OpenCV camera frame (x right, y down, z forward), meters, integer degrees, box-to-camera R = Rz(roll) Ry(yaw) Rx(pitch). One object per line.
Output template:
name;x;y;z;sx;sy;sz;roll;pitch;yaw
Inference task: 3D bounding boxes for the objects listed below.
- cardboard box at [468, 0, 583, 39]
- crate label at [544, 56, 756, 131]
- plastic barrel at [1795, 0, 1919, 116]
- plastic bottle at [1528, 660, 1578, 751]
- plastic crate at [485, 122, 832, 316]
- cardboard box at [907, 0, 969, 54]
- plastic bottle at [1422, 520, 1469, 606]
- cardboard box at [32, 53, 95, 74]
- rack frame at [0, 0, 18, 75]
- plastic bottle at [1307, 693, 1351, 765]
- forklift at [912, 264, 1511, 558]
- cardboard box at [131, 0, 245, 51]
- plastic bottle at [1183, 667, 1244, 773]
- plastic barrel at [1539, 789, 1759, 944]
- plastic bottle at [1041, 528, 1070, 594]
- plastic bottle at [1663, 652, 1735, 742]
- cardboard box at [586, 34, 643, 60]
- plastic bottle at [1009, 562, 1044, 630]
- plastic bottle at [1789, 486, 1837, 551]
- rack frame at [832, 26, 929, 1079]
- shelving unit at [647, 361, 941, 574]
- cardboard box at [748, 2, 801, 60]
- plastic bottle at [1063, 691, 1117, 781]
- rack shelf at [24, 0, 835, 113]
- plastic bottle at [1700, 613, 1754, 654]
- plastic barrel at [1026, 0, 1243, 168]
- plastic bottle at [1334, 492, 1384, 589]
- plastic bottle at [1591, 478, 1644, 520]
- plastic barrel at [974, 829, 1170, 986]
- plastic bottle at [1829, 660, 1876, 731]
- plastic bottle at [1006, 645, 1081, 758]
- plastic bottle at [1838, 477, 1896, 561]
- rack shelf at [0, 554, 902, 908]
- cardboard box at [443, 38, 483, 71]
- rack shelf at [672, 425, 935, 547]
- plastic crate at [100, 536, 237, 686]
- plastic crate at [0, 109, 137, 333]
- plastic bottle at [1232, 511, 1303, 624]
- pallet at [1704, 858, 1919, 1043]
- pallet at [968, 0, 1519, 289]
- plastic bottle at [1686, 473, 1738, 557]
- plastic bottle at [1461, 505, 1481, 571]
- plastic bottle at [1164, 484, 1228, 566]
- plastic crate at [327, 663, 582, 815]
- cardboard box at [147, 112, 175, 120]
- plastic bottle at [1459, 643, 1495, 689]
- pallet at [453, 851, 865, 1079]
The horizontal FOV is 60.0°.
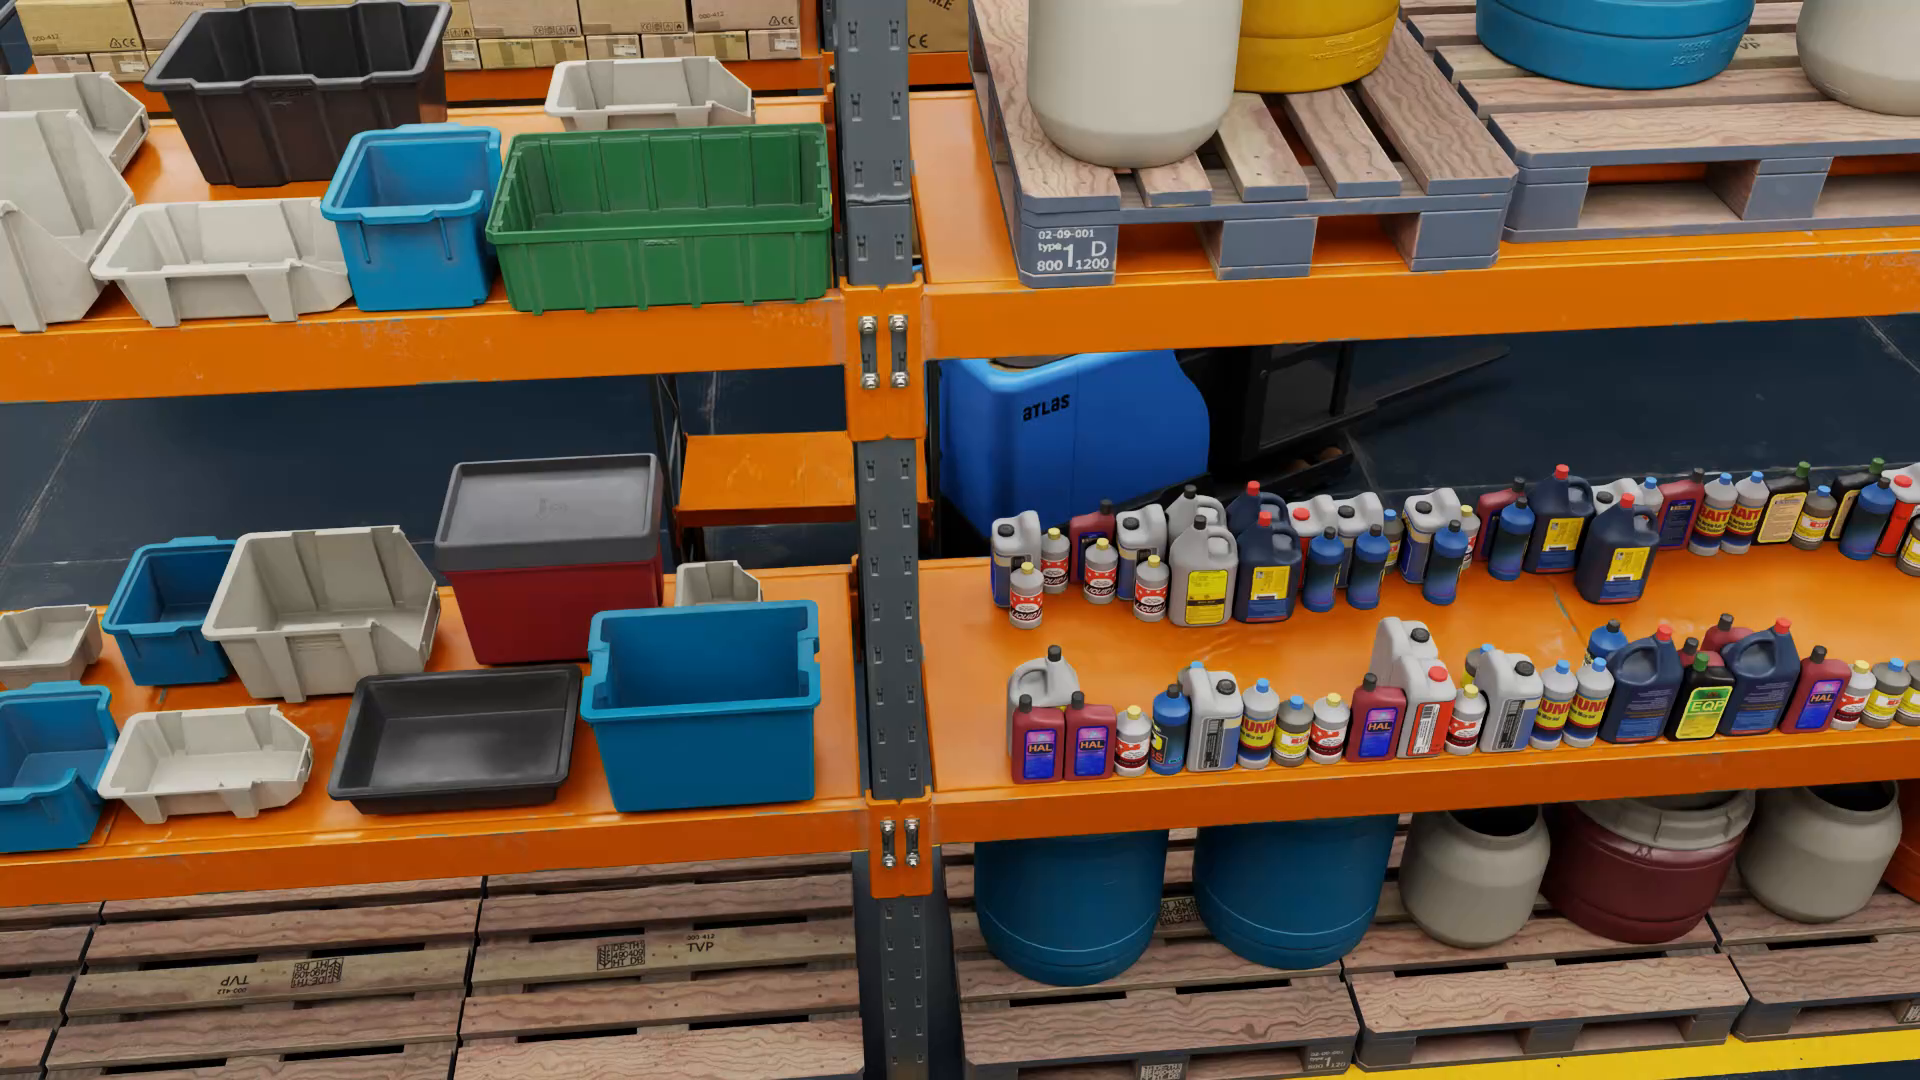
cardboard box;-2.080;-2.650;8.068;0.500;0.250;0.500;-2;38;-3
crate label;-0.715;-1.006;3.895;0.466;0.136;0.293;-3;38;-4
plastic barrel;2.030;-1.206;3.486;0.433;0.535;0.433;0;38;0
plastic bottle;1.564;0.427;4.392;0.097;0.271;0.097;0;38;0
plastic crate;-0.597;-0.665;3.421;0.662;0.188;0.450;-3;38;-4
cardboard box;-0.160;-2.747;8.229;0.500;0.500;0.500;-3;38;-4
plastic bottle;1.423;0.057;4.860;0.097;0.271;0.097;0;38;0
cardboard box;-4.242;-2.334;7.990;0.250;0.149;0.380;-3;38;-3
rack frame;-4.625;-2.617;8.145;0.127;3.000;1.000;-3;38;-4
plastic bottle;0.970;0.487;4.372;0.097;0.201;0.097;0;38;0
forklift;1.194;-1.611;6.925;3.031;2.935;1.130;-20;42;-23
cardboard box;-3.605;-2.567;7.963;0.500;0.250;0.500;-4;38;-5
plastic bottle;0.658;0.458;4.348;0.135;0.276;0.152;-3;38;-4
plastic barrel;2.172;0.881;5.319;0.708;0.588;0.600;-3;38;-4
plastic bottle;0.275;0.053;4.921;0.097;0.201;0.097;0;38;0
plastic bottle;1.962;0.411;4.401;0.133;0.283;0.061;-3;38;-4
cardboard box;-1.683;-2.477;8.170;0.250;0.149;0.380;-2;38;-3
plastic bottle;0.192;0.152;4.796;0.097;0.201;0.097;0;38;0
plastic bottle;2.611;-0.076;5.085;0.097;0.201;0.097;0;38;0
rack frame;-0.202;0.219;4.550;0.127;3.000;1.000;-3;38;-4
shelving unit;-0.621;-0.361;6.497;1.083;1.500;0.587;-2;38;-2
cardboard box;-0.915;-2.519;8.224;0.250;0.149;0.380;-3;38;-4
plastic bottle;0.334;0.501;4.288;0.133;0.283;0.061;-3;38;-4
rack shelf;-2.632;-2.444;8.507;4.000;0.370;1.077;-3;38;-4
plastic bottle;2.082;0.315;4.523;0.133;0.283;0.061;-3;38;-4
plastic barrel;0.345;-1.051;3.290;0.433;0.535;0.433;0;38;0
plastic bottle;1.163;-0.008;4.939;0.135;0.276;0.152;-3;38;-4
plastic bottle;1.942;-0.051;4.993;0.135;0.276;0.152;-3;38;-4
plastic barrel;0.342;0.859;5.095;0.708;0.901;0.600;-3;38;-4
plastic bottle;2.392;0.409;4.471;0.097;0.201;0.097;0;38;0
plastic bottle;0.218;0.417;4.339;0.185;0.351;0.144;-3;38;-4
plastic bottle;2.750;-0.073;5.025;0.097;0.271;0.097;0;38;0
rack shelf;-2.194;0.612;4.634;4.000;0.370;1.077;-3;38;-4
cardboard box;-2.449;-2.435;8.117;0.250;0.149;0.380;-3;38;-3
rack shelf;-0.612;-0.220;6.609;1.000;0.185;0.538;-2;38;-2
plastic crate;-2.163;0.210;4.649;0.300;0.233;0.416;-3;38;-4
plastic crate;-1.951;-0.623;3.292;0.530;0.282;0.437;-3;38;-4
plastic bottle;0.882;0.065;4.785;0.185;0.351;0.144;-3;38;-4
pallet;3.001;1.164;5.605;1.213;0.211;1.003;-3;38;-4
pallet;0.571;-0.987;3.811;1.003;0.211;1.213;-3;38;-4
plastic bottle;2.285;-0.085;5.040;0.097;0.271;0.097;0;38;0
plastic bottle;1.507;-0.015;5.007;0.097;0.201;0.097;0;38;0
plastic bottle;0.685;-0.014;4.885;0.185;0.351;0.144;-3;38;-4
plastic crate;-1.293;0.531;4.329;0.590;0.125;0.437;-3;38;-4
cardboard box;-3.994;-2.032;8.780;0.875;0.875;0.875;-3;38;-4
plastic bottle;1.417;0.368;4.523;0.097;0.201;0.097;0;38;0
pallet;-0.931;1.378;5.333;1.213;0.211;1.003;-3;38;-4
